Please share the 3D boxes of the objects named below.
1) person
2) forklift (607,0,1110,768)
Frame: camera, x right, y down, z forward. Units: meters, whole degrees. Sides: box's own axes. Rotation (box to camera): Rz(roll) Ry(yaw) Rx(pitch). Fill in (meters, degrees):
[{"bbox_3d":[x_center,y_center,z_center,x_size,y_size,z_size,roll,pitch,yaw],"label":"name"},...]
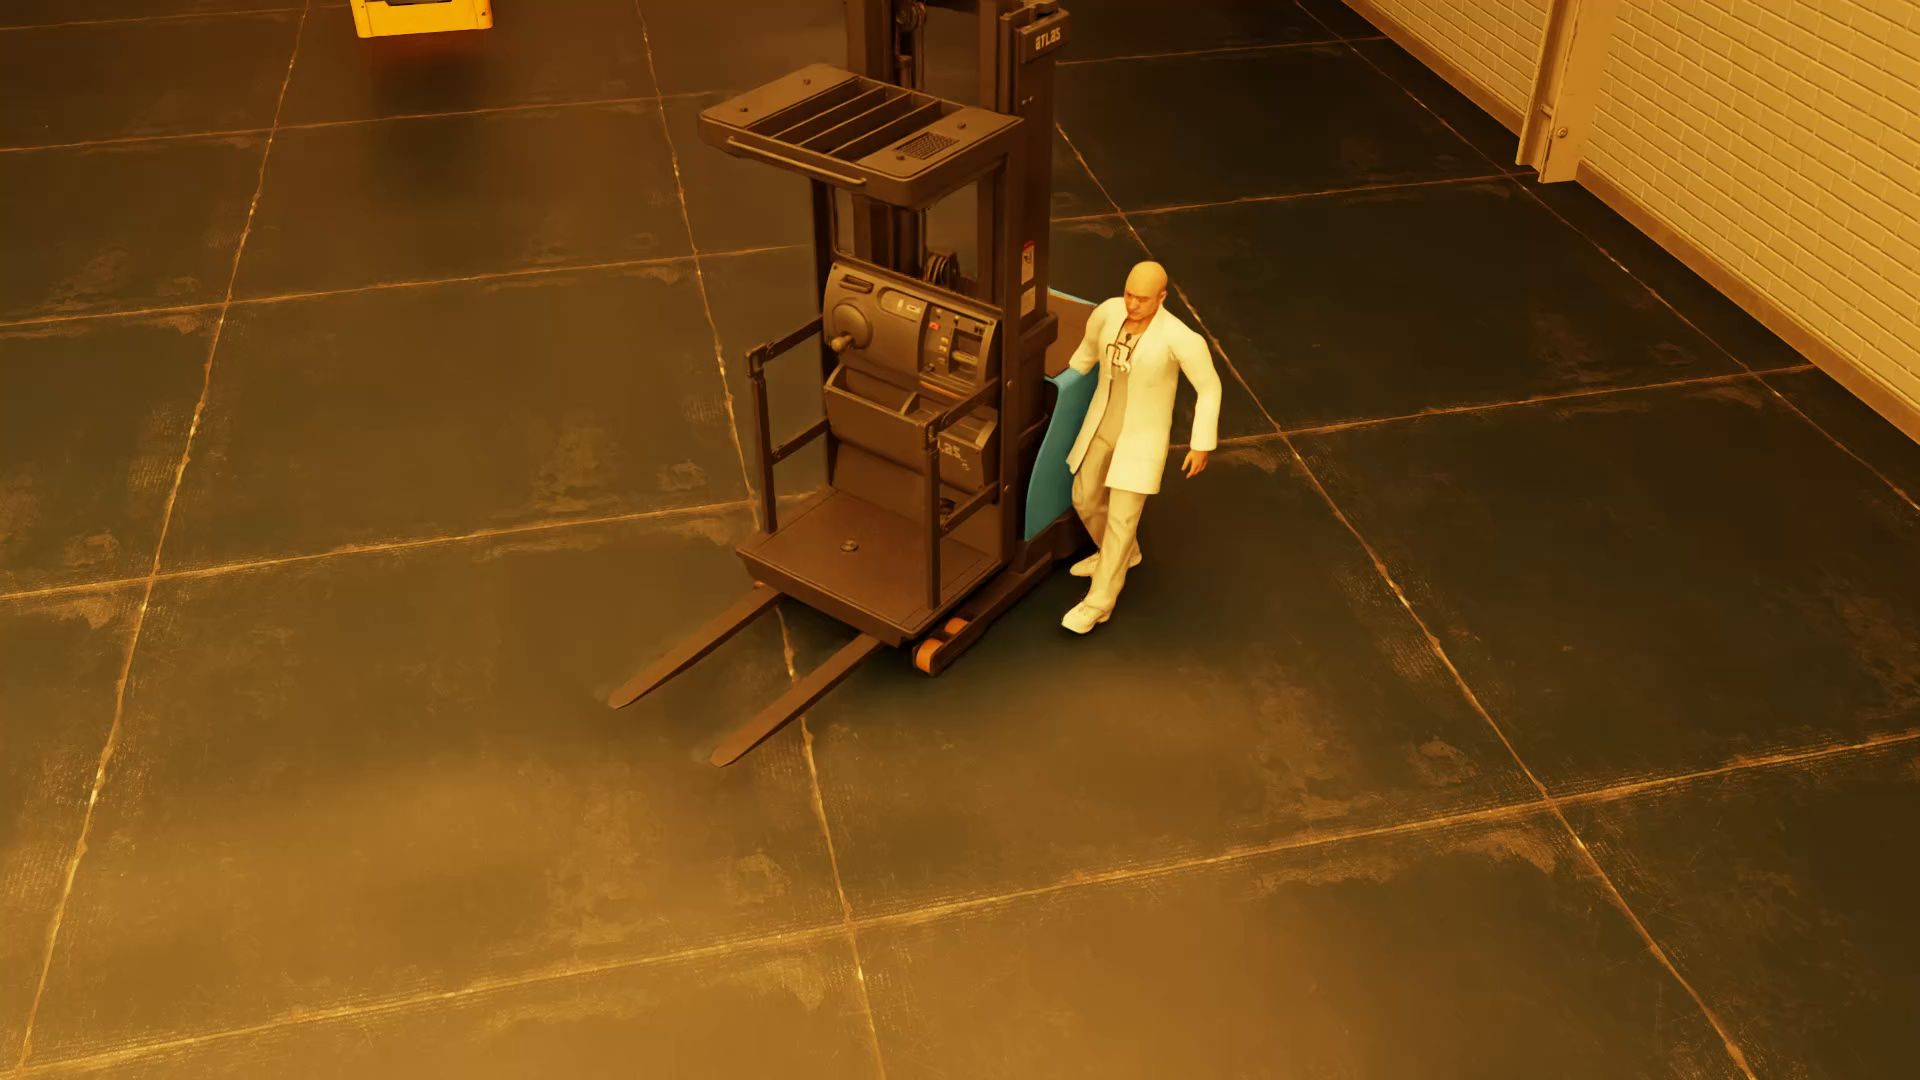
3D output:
[{"bbox_3d":[0.652,-0.424,7.685,0.880,1.748,0.825,27,43,32],"label":"person"},{"bbox_3d":[-0.357,-0.893,7.291,1.130,2.935,3.031,24,42,29],"label":"forklift"}]
